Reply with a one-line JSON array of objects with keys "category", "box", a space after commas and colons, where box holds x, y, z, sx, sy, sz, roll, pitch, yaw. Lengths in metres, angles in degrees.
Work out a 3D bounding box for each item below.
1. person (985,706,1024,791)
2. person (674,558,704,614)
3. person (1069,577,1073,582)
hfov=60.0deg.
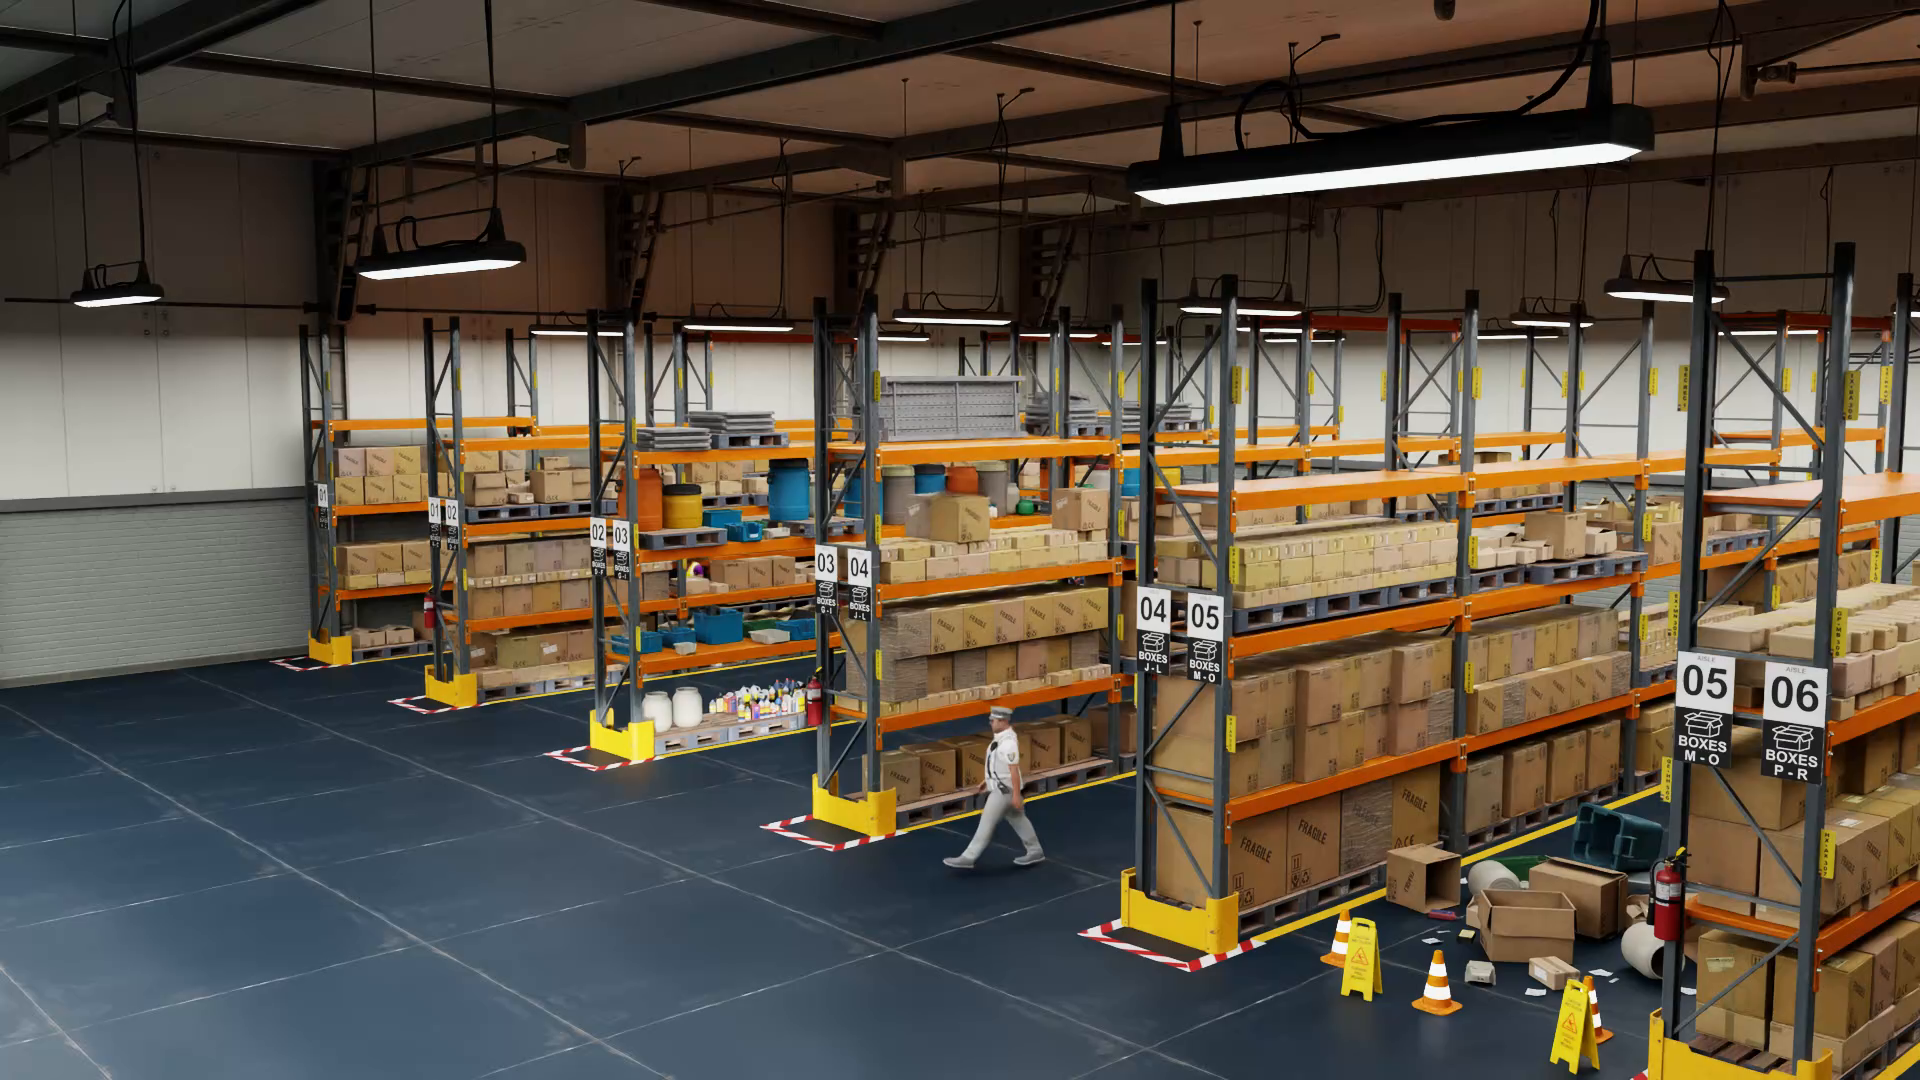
[{"category": "person", "box": [0.459, 2.155, 17.242, 0.400, 0.884, 0.550, 0, 6, 1]}, {"category": "person", "box": [-5.308, 0.996, 32.709, 0.547, 1.620, 0.918, 6, 8, 44]}, {"category": "person", "box": [2.078, 0.961, 33.114, 0.445, 1.587, 0.519, 0, 6, 0]}]
